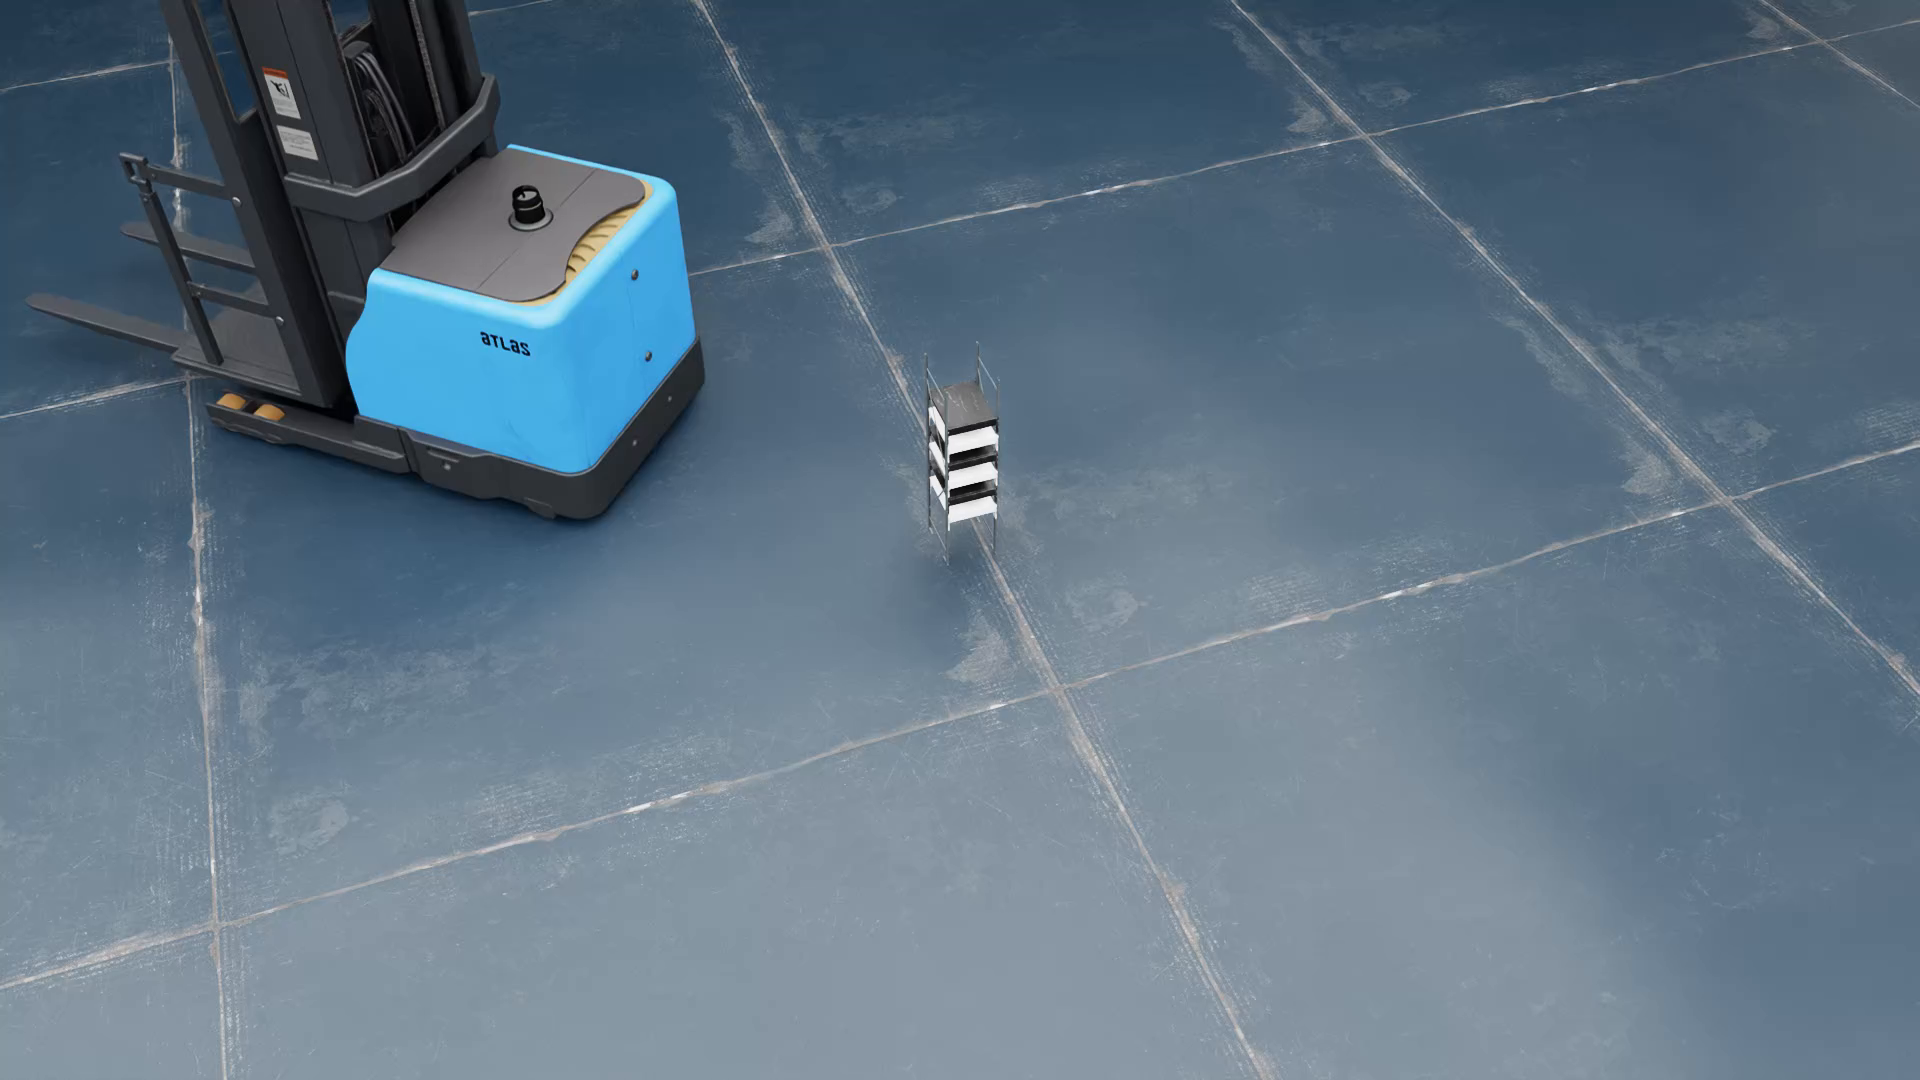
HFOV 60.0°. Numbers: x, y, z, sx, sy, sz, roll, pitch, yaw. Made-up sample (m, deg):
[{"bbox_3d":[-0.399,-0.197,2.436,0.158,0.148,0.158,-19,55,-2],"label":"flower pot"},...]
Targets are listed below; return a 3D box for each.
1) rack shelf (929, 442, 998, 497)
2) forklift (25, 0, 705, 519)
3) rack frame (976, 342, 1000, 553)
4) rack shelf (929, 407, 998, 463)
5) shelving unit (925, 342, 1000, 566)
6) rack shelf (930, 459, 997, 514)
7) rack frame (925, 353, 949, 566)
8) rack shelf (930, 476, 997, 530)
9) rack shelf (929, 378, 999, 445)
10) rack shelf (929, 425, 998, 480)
[{"bbox_3d":[0.008,-0.296,6.457,0.200,0.077,0.258,-14,47,-14],"label":"rack shelf"},{"bbox_3d":[-2.697,-1.784,6.459,3.031,2.935,1.130,16,47,15],"label":"forklift"},{"bbox_3d":[0.103,-0.344,6.458,0.006,0.900,0.240,-14,47,-14],"label":"rack frame"},{"bbox_3d":[0.008,-0.423,6.329,0.200,0.077,0.258,-14,47,-14],"label":"rack shelf"},{"bbox_3d":[0.008,-0.320,6.433,0.210,0.900,0.258,-14,47,-14],"label":"shelving unit"},{"bbox_3d":[0.008,-0.233,6.521,0.200,0.077,0.258,-14,47,-14],"label":"rack shelf"},{"bbox_3d":[-0.088,-0.295,6.409,0.006,0.900,0.240,-14,47,-14],"label":"rack frame"},{"bbox_3d":[0.008,-0.169,6.584,0.200,0.077,0.258,-14,47,-14],"label":"rack shelf"},{"bbox_3d":[0.008,-0.487,6.266,0.200,0.077,0.258,-14,47,-14],"label":"rack shelf"},{"bbox_3d":[0.008,-0.360,6.393,0.200,0.077,0.258,-14,47,-14],"label":"rack shelf"}]
